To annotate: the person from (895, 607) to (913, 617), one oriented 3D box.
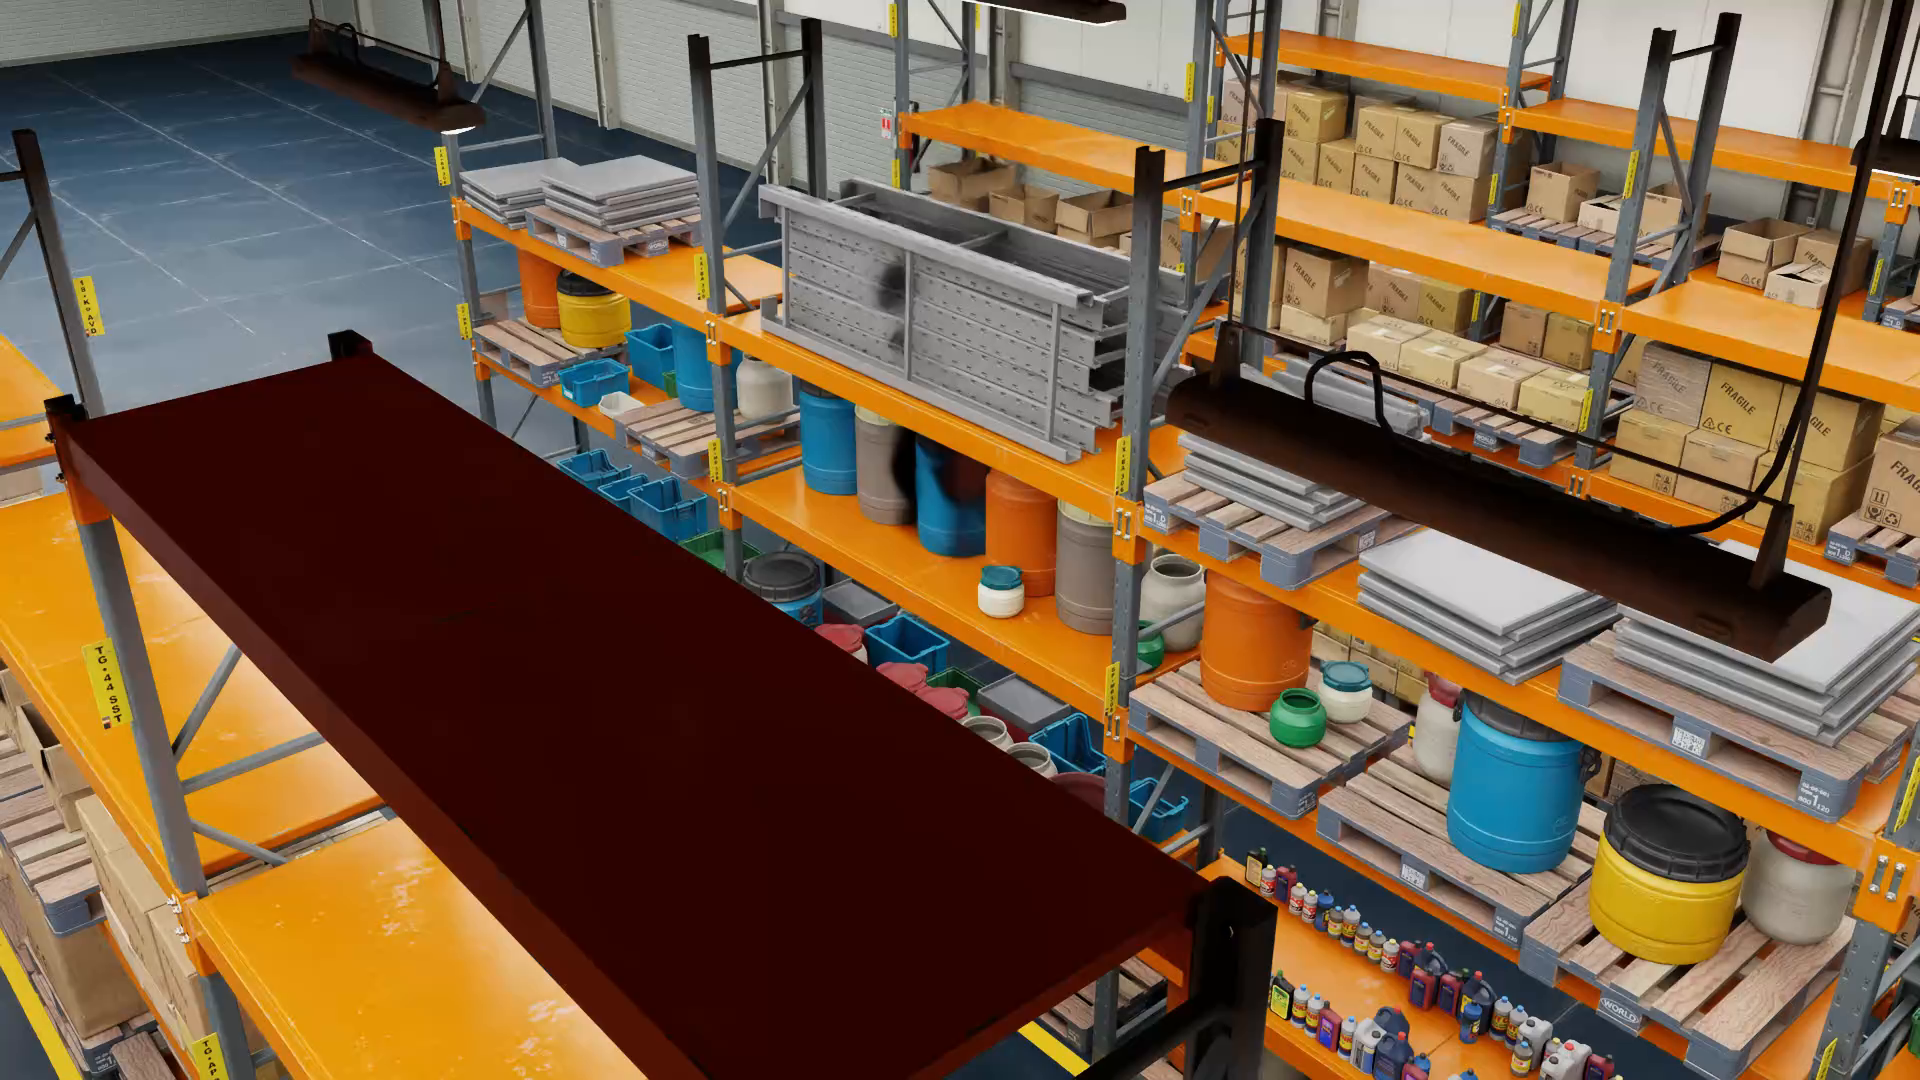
[{"bbox_3d":[-0.354,-0.064,15.127,0.707,1.892,0.657,20,33,34],"label":"person"}]
